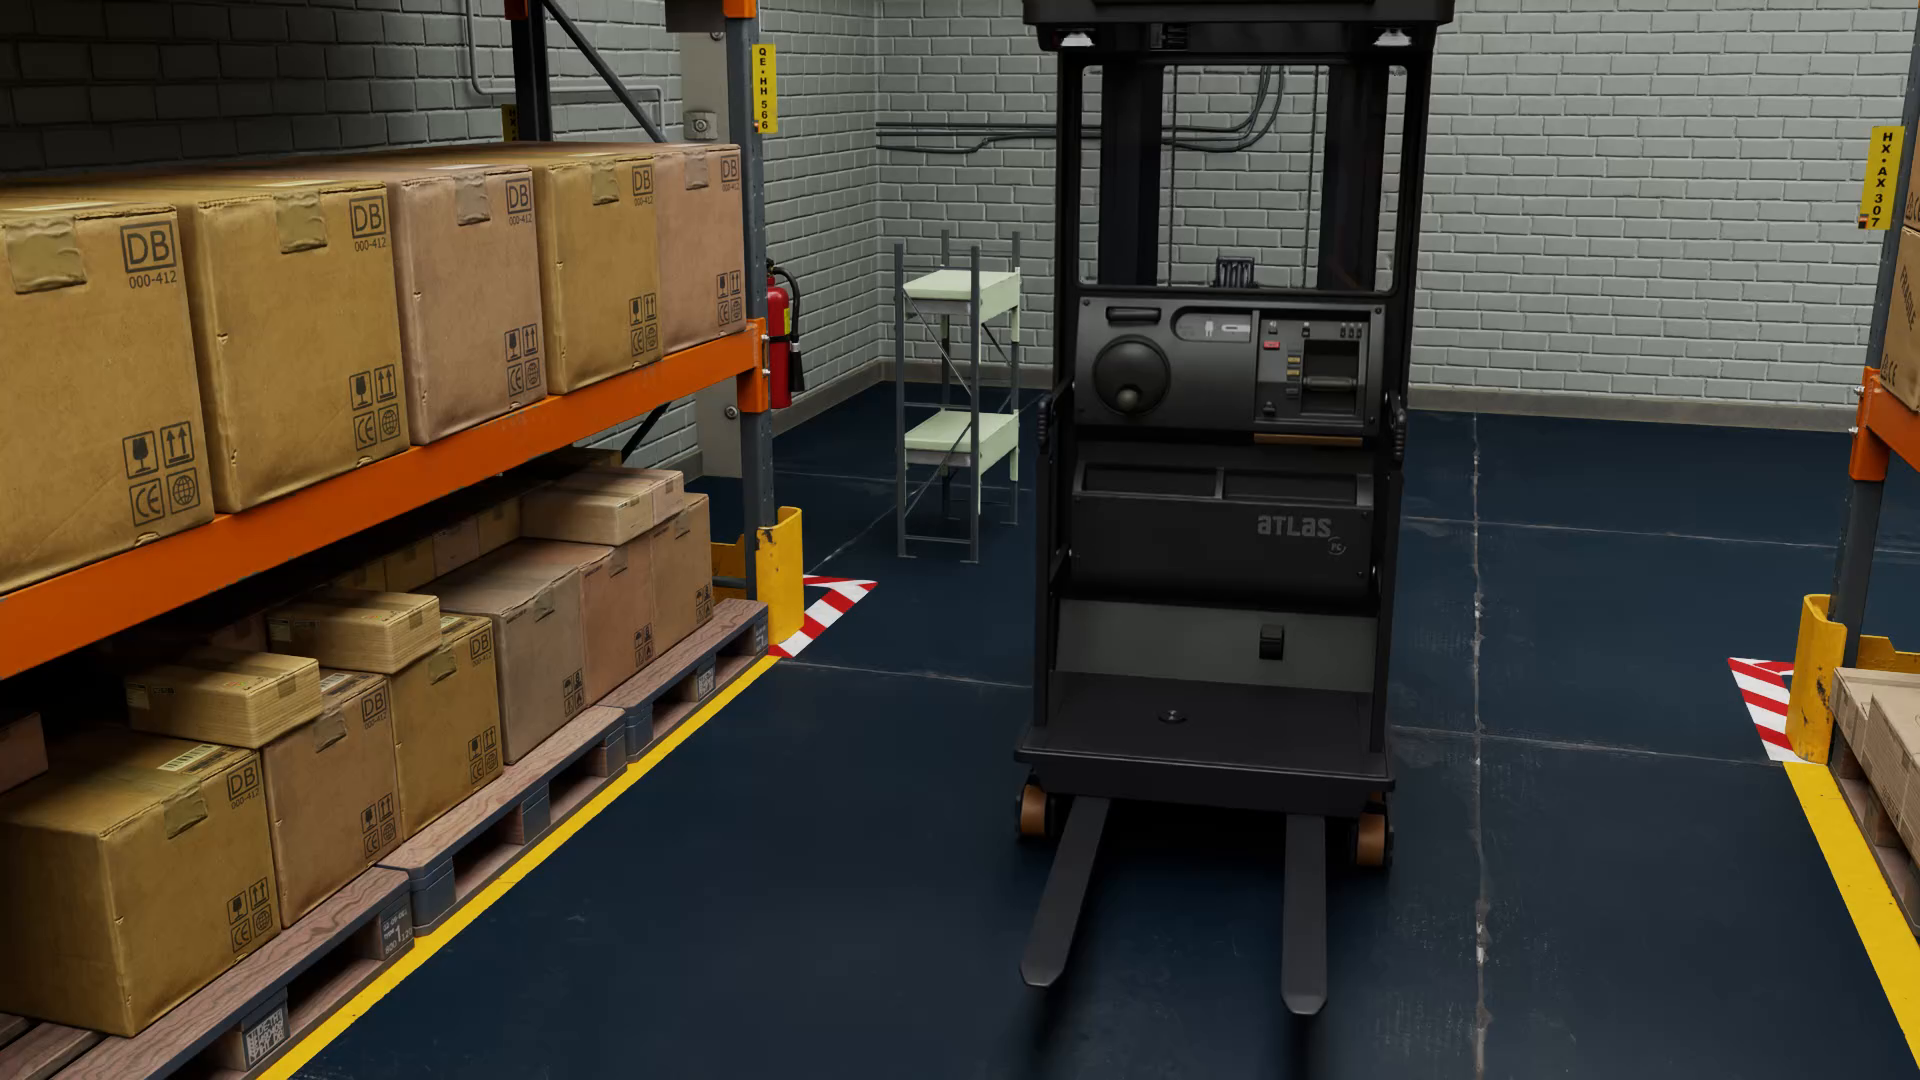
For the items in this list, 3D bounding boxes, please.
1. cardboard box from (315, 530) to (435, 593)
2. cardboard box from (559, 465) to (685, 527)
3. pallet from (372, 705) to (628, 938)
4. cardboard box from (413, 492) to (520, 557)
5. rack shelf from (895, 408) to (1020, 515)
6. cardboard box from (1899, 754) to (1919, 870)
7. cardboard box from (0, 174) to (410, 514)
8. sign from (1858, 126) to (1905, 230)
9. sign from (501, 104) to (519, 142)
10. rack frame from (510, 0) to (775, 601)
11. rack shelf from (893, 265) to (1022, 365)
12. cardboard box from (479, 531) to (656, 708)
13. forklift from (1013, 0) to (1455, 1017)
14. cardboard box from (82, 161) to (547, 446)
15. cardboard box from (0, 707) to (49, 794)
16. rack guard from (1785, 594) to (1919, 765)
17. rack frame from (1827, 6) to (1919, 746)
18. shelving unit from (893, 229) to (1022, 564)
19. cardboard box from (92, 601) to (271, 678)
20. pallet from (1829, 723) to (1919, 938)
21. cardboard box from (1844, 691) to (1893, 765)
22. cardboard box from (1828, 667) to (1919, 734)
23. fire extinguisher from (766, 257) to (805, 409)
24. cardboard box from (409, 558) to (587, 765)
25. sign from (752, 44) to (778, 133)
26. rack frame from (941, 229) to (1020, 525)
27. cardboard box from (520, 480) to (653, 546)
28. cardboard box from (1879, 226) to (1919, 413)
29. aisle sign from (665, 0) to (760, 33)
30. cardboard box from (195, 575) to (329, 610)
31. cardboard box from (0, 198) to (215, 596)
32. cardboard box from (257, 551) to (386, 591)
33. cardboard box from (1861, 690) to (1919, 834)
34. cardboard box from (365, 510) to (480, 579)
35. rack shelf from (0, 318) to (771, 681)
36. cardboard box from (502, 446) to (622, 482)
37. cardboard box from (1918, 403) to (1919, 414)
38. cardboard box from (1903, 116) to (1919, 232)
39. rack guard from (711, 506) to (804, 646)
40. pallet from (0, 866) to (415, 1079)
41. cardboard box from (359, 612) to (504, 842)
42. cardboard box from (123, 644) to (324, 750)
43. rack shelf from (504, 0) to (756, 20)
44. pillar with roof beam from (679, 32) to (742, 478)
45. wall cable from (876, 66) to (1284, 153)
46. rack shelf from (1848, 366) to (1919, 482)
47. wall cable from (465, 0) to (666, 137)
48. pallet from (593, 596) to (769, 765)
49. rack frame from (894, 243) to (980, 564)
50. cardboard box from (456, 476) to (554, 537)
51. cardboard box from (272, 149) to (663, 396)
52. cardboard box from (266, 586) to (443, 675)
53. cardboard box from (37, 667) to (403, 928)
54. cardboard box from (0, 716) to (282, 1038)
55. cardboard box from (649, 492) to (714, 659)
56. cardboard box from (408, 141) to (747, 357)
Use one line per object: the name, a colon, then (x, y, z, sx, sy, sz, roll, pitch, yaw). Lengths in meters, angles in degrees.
cardboard box: (-1.879, 0.073, 5.196, 0.380, 0.149, 0.250, 5, 17, 16)
cardboard box: (-1.226, -0.162, 6.028, 0.380, 0.149, 0.250, 4, 16, 15)
pallet: (-1.762, 0.785, 5.174, 1.003, 0.211, 1.213, 5, 16, 16)
cardboard box: (-1.735, -0.060, 5.668, 0.380, 0.149, 0.250, 5, 17, 16)
rack shelf: (-0.002, -0.406, 8.208, 0.431, 0.370, 0.720, 5, 16, 16)
cardboard box: (2.779, 0.787, 4.292, 0.500, 0.250, 0.500, 5, 16, 16)
cardboard box: (-2.015, -0.519, 4.111, 0.980, 0.700, 0.700, 4, 16, 14)
sign: (2.969, -1.165, 5.353, 0.100, 0.325, 0.005, 5, 16, 16)
sign: (-1.792, -1.589, 6.702, 0.100, 0.325, 0.005, 5, 16, 16)
rack frame: (-1.261, -1.090, 6.674, 1.000, 3.000, 0.127, 5, 16, 16)
rack shelf: (-0.002, -1.095, 8.012, 0.431, 0.370, 0.720, 5, 16, 16)
cardboard box: (-1.506, 0.233, 5.823, 0.700, 0.500, 0.500, 5, 16, 16)
forklift: (0.781, -0.549, 4.894, 1.130, 2.935, 3.031, 3, 16, 11)
cardboard box: (-1.818, -0.710, 4.785, 0.980, 0.700, 0.700, 4, 16, 13)
cardboard box: (-2.319, 0.480, 3.762, 0.380, 0.149, 0.250, 5, 16, 16)
rack guard: (3.468, 0.516, 5.594, 1.175, 0.500, 0.348, 5, 16, 16)
rack frame: (3.489, -0.706, 5.323, 1.000, 3.000, 0.127, 5, 16, 16)
shelving unit: (-0.002, -0.720, 8.119, 0.431, 1.500, 0.755, 5, 16, 16)
cardboard box: (-2.097, 0.273, 4.492, 0.380, 0.149, 0.250, 4, 16, 14)
pallet: (3.242, 0.864, 4.898, 1.003, 0.211, 1.213, 5, 16, 16)
cardboard box: (2.970, 0.593, 5.127, 0.380, 0.166, 0.250, 5, 16, 16)
cardboard box: (3.041, 0.536, 5.360, 0.380, 0.149, 0.250, 5, 16, 16)
fire extinguisher: (-0.776, -0.877, 6.748, 0.296, 0.674, 0.183, 5, 16, 16)
cardboard box: (-1.649, 0.364, 5.359, 0.700, 0.500, 0.500, 4, 16, 14)
sign: (-0.745, -1.715, 6.322, 0.100, 0.325, 0.005, 5, 16, 16)
rack frame: (0.102, -0.816, 8.456, 0.400, 1.500, 0.023, 5, 16, 16)
cardboard box: (-1.298, -0.096, 5.792, 0.380, 0.149, 0.250, 5, 17, 17)
cardboard box: (3.110, -0.659, 4.972, 0.500, 0.500, 0.500, 5, 17, 17)
aisle sign: (-0.953, -2.336, 6.303, 0.394, 0.787, 0.004, 5, 16, 16)
cardboard box: (-2.024, 0.207, 4.724, 0.380, 0.149, 0.250, 5, 17, 16)
cardboard box: (-2.228, -0.328, 3.439, 0.980, 0.700, 0.700, 5, 17, 17)
cardboard box: (-1.951, 0.140, 4.963, 0.380, 0.149, 0.250, 4, 16, 15)
cardboard box: (2.921, 0.656, 4.753, 0.500, 0.250, 0.500, 5, 16, 16)
cardboard box: (-1.807, 0.006, 5.433, 0.380, 0.149, 0.250, 5, 17, 17)
rack shelf: (-1.830, -0.220, 4.927, 1.077, 0.370, 4.000, 5, 16, 16)
cardboard box: (-1.520, -0.258, 6.366, 0.380, 0.149, 0.250, 5, 17, 16)
cardboard box: (2.969, -0.523, 4.495, 0.500, 0.500, 0.500, 4, 16, 15)
cardboard box: (3.110, -1.140, 4.836, 0.500, 0.500, 0.500, 5, 17, 18)
rack guard: (-1.254, 0.107, 7.037, 1.175, 0.500, 0.348, 5, 16, 16)
pallet: (-2.107, 1.106, 4.045, 1.003, 0.211, 1.213, 5, 16, 16)
cardboard box: (-1.793, 0.504, 4.865, 0.700, 0.500, 0.500, 5, 17, 17)
cardboard box: (-1.815, 0.382, 4.107, 0.380, 0.149, 0.250, 5, 17, 18)
rack shelf: (-1.830, -1.663, 4.518, 1.077, 0.370, 4.000, 5, 16, 16)
pillar with roof beam: (2.804, -4.415, 7.405, 9.100, 9.000, 0.400, 5, 16, 16)
wall cable: (0.689, -3.934, 11.398, 3.097, 2.526, 0.112, 5, 16, 16)
rack shelf: (2.921, 0.163, 3.576, 1.077, 0.370, 4.000, 5, 16, 16)
wall cable: (-1.804, -1.987, 7.975, 0.084, 1.984, 1.851, 5, 16, 16)
pallet: (-1.413, 0.467, 6.295, 1.003, 0.211, 1.213, 5, 16, 16)
rack frame: (-0.106, -0.624, 7.781, 0.400, 1.500, 0.023, 5, 16, 16)
cardboard box: (-1.664, -0.126, 5.898, 0.380, 0.149, 0.250, 5, 16, 16)
cardboard box: (-1.593, -0.908, 5.485, 0.980, 0.700, 0.700, 4, 16, 15)
cardboard box: (-1.667, 0.246, 4.589, 0.380, 0.149, 0.250, 4, 16, 14)
cardboard box: (-1.941, 0.639, 4.392, 0.700, 0.500, 0.500, 4, 16, 15)
cardboard box: (-2.087, 0.770, 3.930, 0.700, 0.500, 0.500, 5, 17, 17)
cardboard box: (-1.364, 0.102, 6.284, 0.700, 0.500, 0.500, 5, 16, 16)
cardboard box: (-1.397, -1.100, 6.160, 0.980, 0.700, 0.700, 5, 17, 18)
